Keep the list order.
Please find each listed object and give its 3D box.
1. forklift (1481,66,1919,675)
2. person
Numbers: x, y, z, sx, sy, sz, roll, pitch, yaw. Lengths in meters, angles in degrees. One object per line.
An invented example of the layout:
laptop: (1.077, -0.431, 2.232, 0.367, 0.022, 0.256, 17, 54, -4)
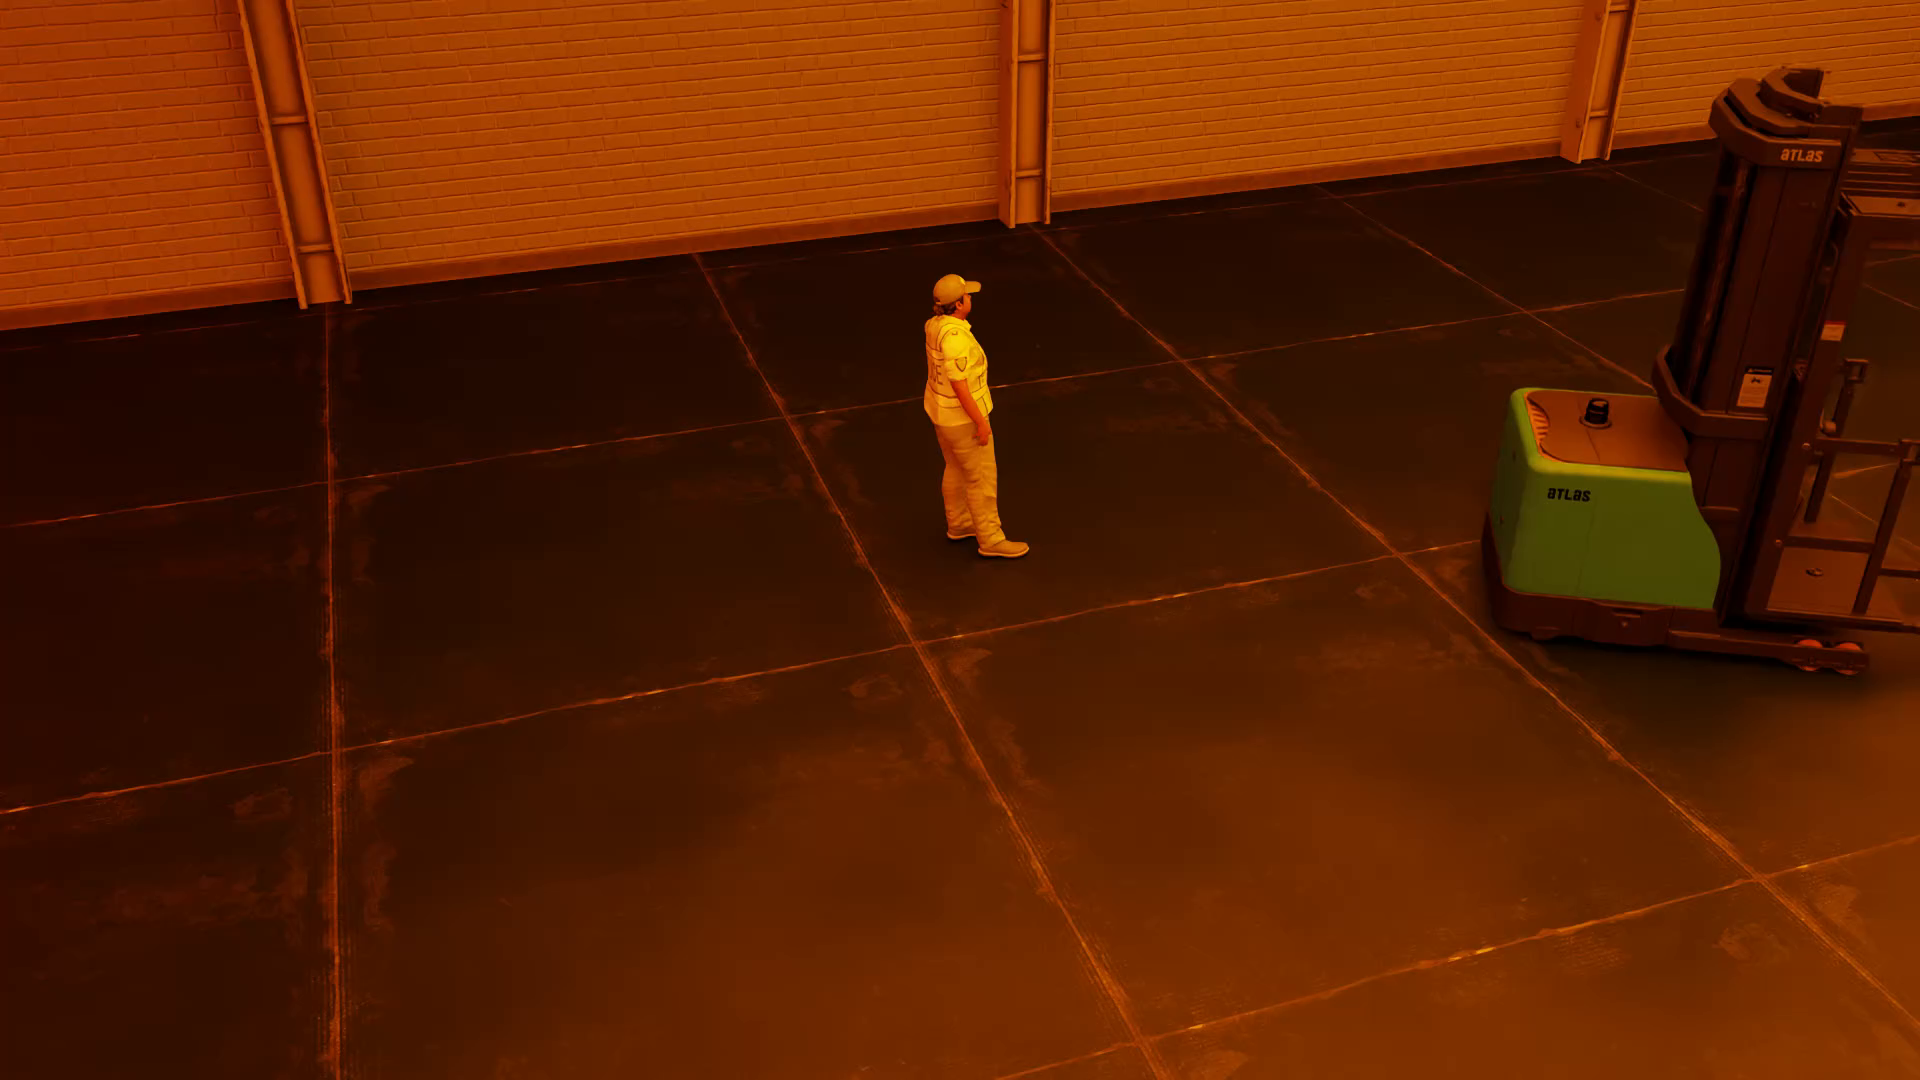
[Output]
forklift: (4.501, -0.846, 8.557, 3.031, 2.935, 1.130, 5, 30, 9)
person: (0.080, -0.731, 9.609, 0.529, 1.670, 0.598, -10, 31, -16)
